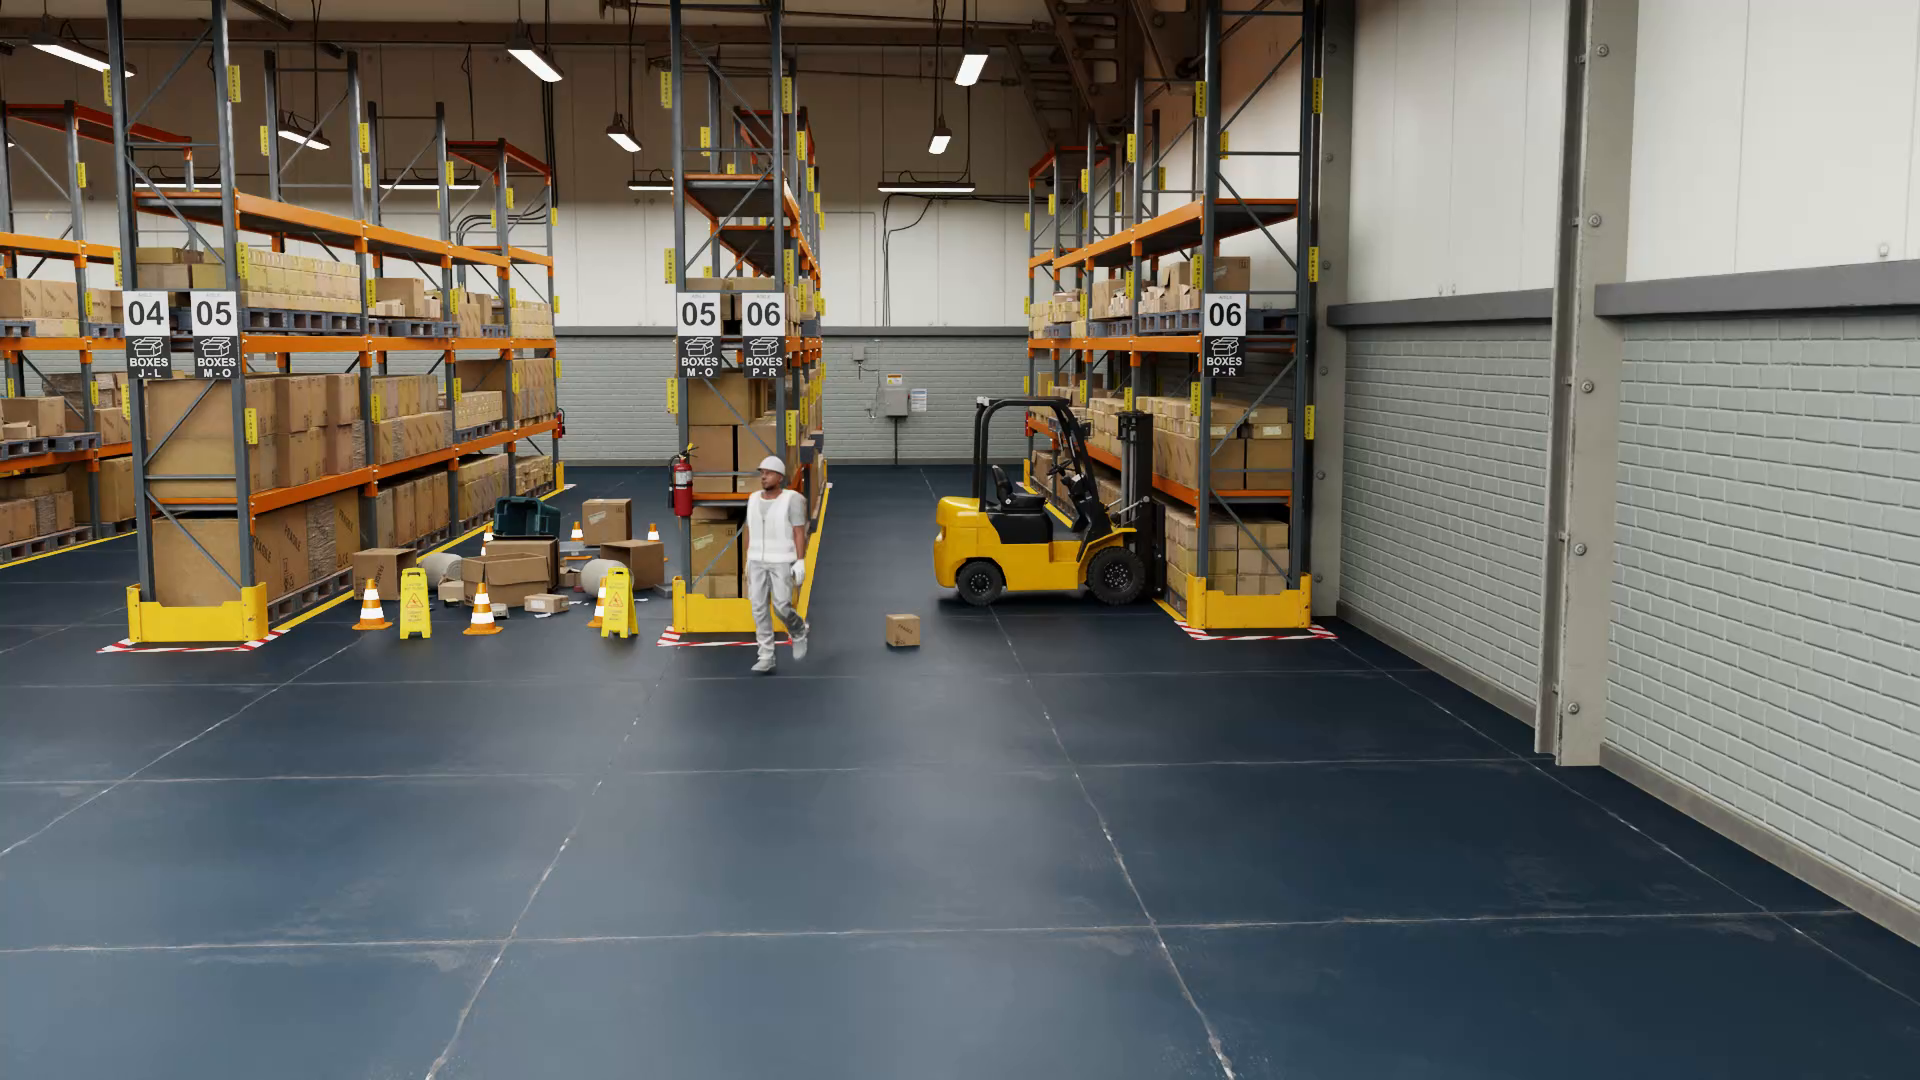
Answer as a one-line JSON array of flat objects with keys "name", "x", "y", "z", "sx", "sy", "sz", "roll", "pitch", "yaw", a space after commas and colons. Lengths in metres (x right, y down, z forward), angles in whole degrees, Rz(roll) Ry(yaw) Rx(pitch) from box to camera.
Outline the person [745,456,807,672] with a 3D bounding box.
[{"name": "person", "x": -1.536, "y": 0.188, "z": 13.825, "sx": 0.578, "sy": 1.773, "sz": 0.584, "roll": 3, "pitch": 7, "yaw": 22}]
